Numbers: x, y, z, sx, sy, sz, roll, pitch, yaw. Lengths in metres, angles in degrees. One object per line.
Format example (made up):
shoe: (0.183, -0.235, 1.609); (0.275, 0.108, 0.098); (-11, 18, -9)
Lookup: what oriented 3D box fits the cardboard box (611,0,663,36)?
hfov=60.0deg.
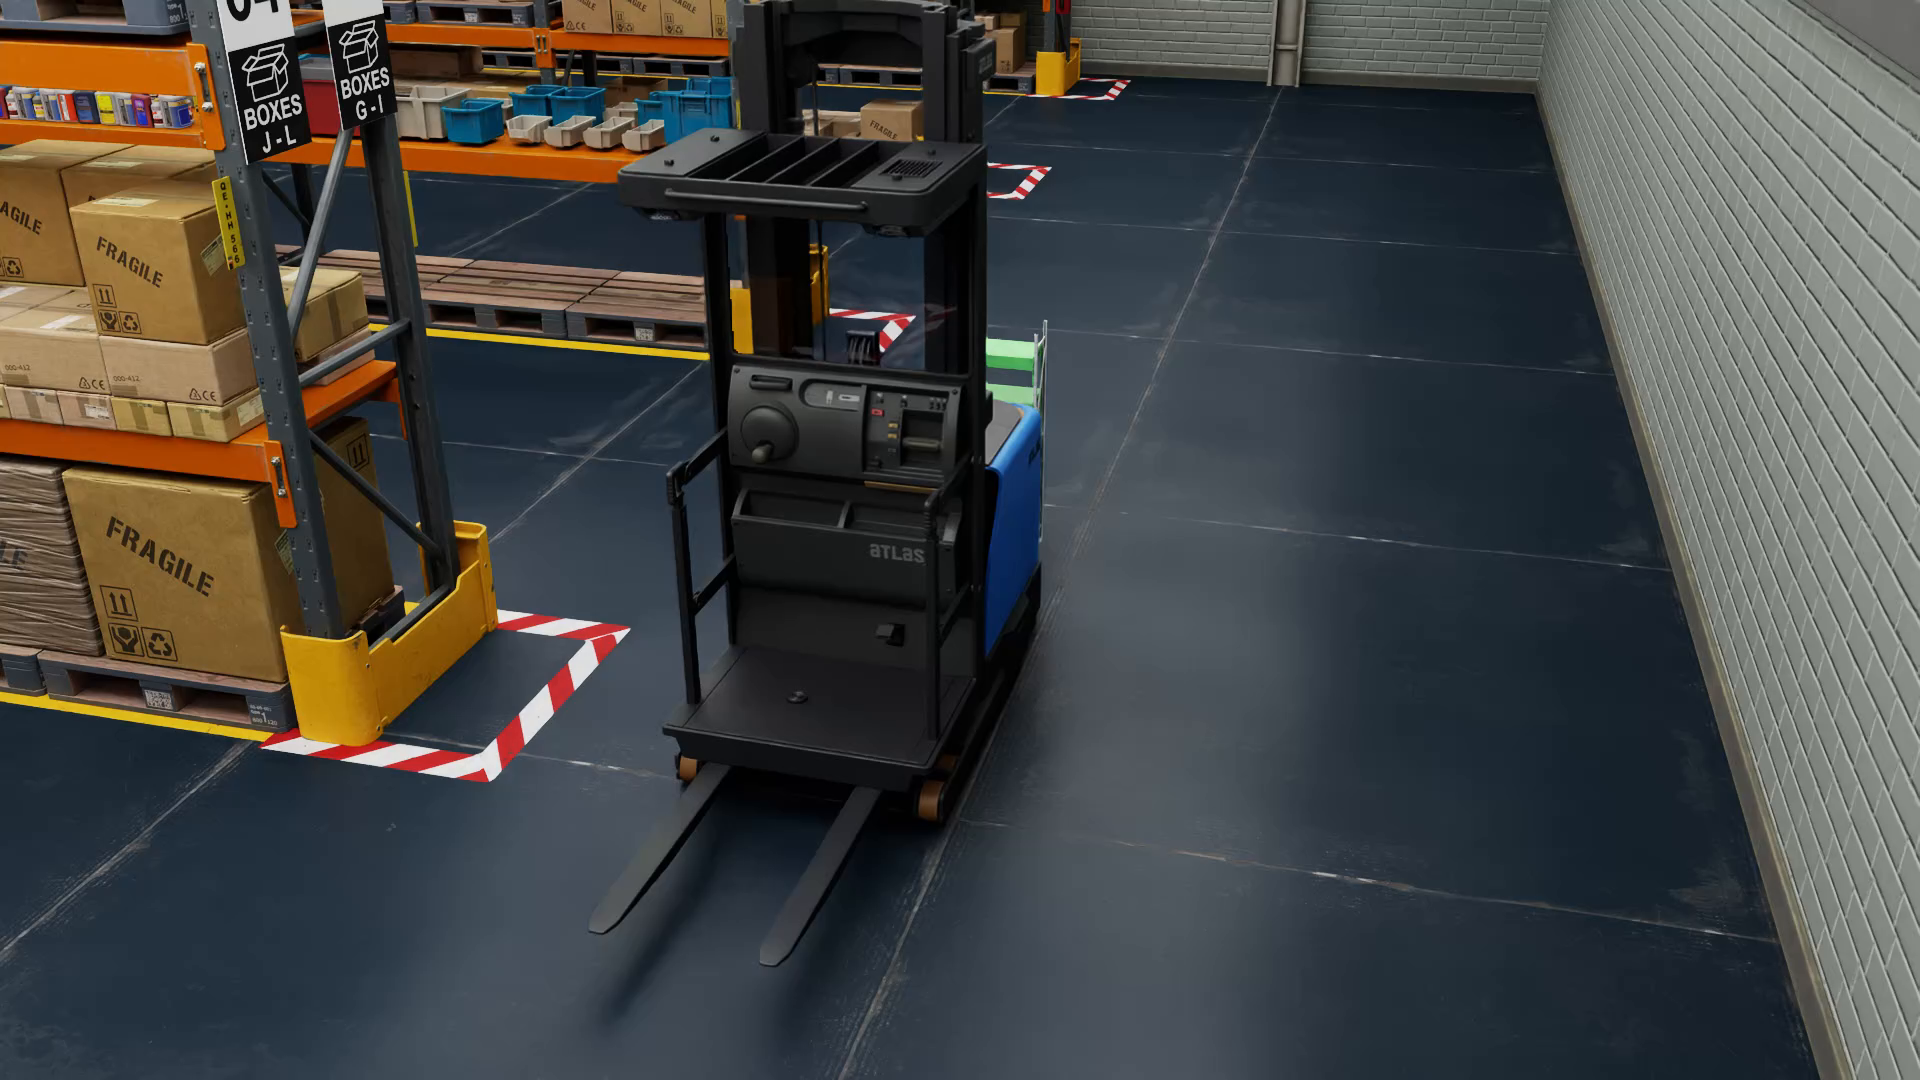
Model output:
cardboard box: (-2.996, -5.125, 15.909); (0.500, 0.500, 0.500); (7, 26, 14)

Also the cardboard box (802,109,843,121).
cardboard box: (-1.469, -4.114, 16.588); (0.500, 0.250, 0.500); (6, 26, 13)

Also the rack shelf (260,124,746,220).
rack shelf: (-3.218, -2.701, 11.770); (4.000, 0.370, 1.077); (6, 26, 13)

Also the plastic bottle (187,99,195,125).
plastic bottle: (-5.604, -3.112, 12.028); (0.097, 0.201, 0.097); (0, 25, 0)

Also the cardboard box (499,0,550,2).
cardboard box: (-4.321, -5.680, 16.587); (0.500, 0.500, 0.700); (-2, 26, -5)

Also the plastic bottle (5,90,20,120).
plastic bottle: (-6.934, -3.191, 12.194); (0.097, 0.201, 0.097); (0, 25, 0)

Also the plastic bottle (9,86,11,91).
plastic bottle: (-7.424, -3.627, 13.015); (0.133, 0.283, 0.061); (6, 26, 13)

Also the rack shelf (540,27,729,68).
rack shelf: (-1.981, -4.763, 16.101); (4.000, 0.370, 1.077); (6, 26, 13)

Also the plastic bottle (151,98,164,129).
plastic bottle: (-5.737, -3.059, 11.916); (0.097, 0.201, 0.097); (0, 25, 0)

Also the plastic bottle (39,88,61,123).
plastic bottle: (-6.590, -3.199, 12.124); (0.135, 0.276, 0.152); (6, 26, 13)

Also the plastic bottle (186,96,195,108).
plastic bottle: (-5.863, -3.431, 12.612); (0.135, 0.276, 0.152); (6, 26, 13)

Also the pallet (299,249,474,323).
pallet: (-4.433, -1.918, 12.534); (1.213, 0.211, 1.003); (6, 26, 13)

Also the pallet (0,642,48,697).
pallet: (-4.487, 0.325, 7.822); (1.213, 0.211, 1.003); (6, 26, 13)

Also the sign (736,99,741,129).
sign: (-1.403, -2.655, 10.646); (0.005, 0.325, 0.100); (6, 26, 13)

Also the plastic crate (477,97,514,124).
plastic crate: (-3.394, -3.087, 11.981); (0.466, 0.136, 0.293); (6, 26, 13)

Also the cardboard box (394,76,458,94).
cardboard box: (-5.430, -4.415, 16.931); (0.500, 0.500, 0.500); (7, 26, 14)

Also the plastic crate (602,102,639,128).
plastic crate: (-2.385, -3.025, 11.850); (0.298, 0.136, 0.250); (6, 26, 13)

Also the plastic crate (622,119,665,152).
plastic crate: (-2.116, -2.732, 11.235); (0.243, 0.136, 0.396); (6, 26, 13)

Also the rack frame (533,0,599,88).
rack frame: (-3.918, -5.302, 16.396); (0.127, 3.000, 1.000); (6, 26, 13)

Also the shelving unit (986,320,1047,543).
shelving unit: (0.160, -0.524, 8.455); (0.503, 1.200, 0.258); (6, 26, 13)

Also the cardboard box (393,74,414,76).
cardboard box: (-5.817, -4.688, 17.504); (0.500, 0.500, 0.500); (5, 26, 11)

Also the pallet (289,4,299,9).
pallet: (-7.118, -5.600, 17.246); (1.003, 0.211, 1.213); (6, 26, 13)

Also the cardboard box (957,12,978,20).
cardboard box: (0.066, -6.288, 20.133); (0.250, 0.149, 0.380); (7, 26, 14)

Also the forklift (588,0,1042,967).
forklift: (-0.506, -0.415, 6.212); (1.130, 2.935, 3.031); (7, 26, 14)

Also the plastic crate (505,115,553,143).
plastic crate: (-2.960, -2.812, 11.404); (0.250, 0.136, 0.298); (6, 26, 13)

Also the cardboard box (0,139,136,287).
cardboard box: (-3.900, -1.425, 7.210); (0.500, 0.500, 0.500); (6, 26, 12)

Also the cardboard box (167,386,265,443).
cardboard box: (-2.942, -0.537, 6.681); (0.250, 0.149, 0.380); (7, 26, 14)

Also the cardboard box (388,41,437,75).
cardboard box: (-5.780, -5.024, 17.337); (0.500, 0.250, 0.500); (6, 26, 12)

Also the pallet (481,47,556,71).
pallet: (-5.817, -6.418, 21.984); (1.213, 0.211, 1.003); (6, 26, 13)

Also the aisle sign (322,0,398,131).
aisle sign: (-2.370, -2.041, 6.522); (0.004, 0.787, 0.394); (6, 26, 13)

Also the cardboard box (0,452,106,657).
cardboard box: (-4.036, -0.113, 7.480); (0.875, 0.875, 0.875); (6, 26, 13)

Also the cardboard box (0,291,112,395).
cardboard box: (-3.541, -0.812, 6.795); (0.500, 0.250, 0.500); (6, 26, 12)

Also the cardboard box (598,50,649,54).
cardboard box: (-4.211, -6.693, 21.330); (0.750, 0.750, 0.750); (7, 26, 15)

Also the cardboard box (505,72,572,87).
cardboard box: (-4.326, -4.525, 17.161); (0.500, 0.500, 0.500); (5, 26, 11)

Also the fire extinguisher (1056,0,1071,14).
fire extinguisher: (1.217, -6.524, 19.489); (0.183, 0.674, 0.296); (6, 26, 13)

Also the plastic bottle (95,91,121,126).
plastic bottle: (-6.127, -3.180, 11.997); (0.185, 0.351, 0.144); (6, 26, 13)

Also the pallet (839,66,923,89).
pallet: (-0.786, -5.861, 20.816); (1.213, 0.211, 1.003); (6, 26, 13)

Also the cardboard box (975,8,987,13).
cardboard box: (0.163, -6.447, 20.467); (0.250, 0.149, 0.380); (6, 26, 13)

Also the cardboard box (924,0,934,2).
cardboard box: (-0.546, -4.853, 15.338); (0.500, 0.500, 0.500); (7, 26, 15)

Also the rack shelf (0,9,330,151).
rack shelf: (-4.452, -1.993, 6.795); (4.000, 0.370, 1.077); (6, 26, 13)

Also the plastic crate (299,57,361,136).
plastic crate: (-4.353, -3.096, 11.619); (0.583, 0.464, 0.402); (6, 26, 13)

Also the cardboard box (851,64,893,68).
cardboard box: (-1.007, -6.191, 20.685); (0.500, 0.500, 0.700); (7, 26, 14)

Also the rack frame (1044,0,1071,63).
rack frame: (1.186, -6.936, 19.829); (0.127, 3.000, 1.000); (6, 26, 13)

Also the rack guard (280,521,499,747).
rack guard: (-2.492, 0.382, 7.367); (0.348, 0.500, 1.175); (6, 26, 13)

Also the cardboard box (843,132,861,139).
cardboard box: (-1.002, -3.829, 16.088); (0.250, 0.166, 0.380); (6, 26, 13)

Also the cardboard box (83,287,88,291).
cardboard box: (-3.418, -1.033, 7.258); (0.500, 0.250, 0.500); (6, 26, 12)

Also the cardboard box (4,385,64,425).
cardboard box: (-3.679, -0.619, 6.853); (0.250, 0.149, 0.380); (7, 26, 14)

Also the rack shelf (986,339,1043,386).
rack shelf: (0.160, -0.900, 8.276); (0.480, 0.148, 0.258); (6, 26, 13)
